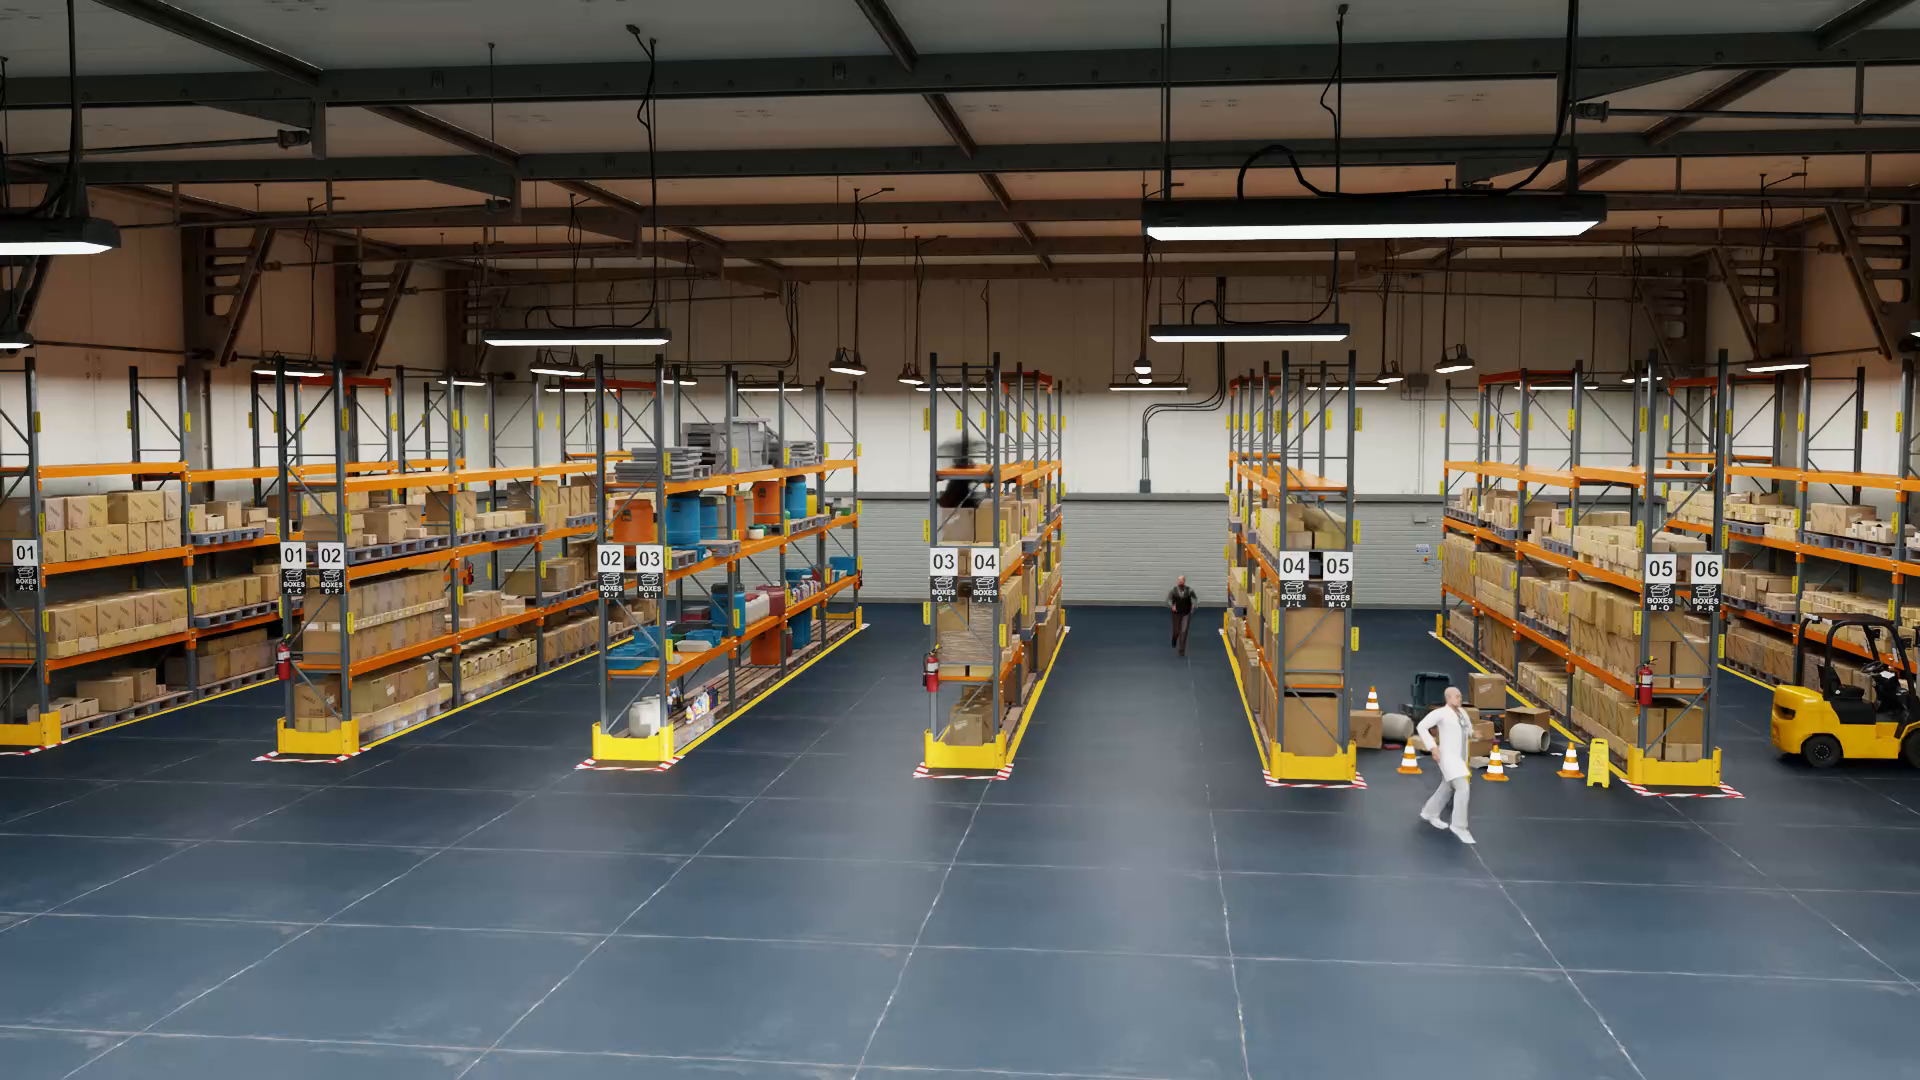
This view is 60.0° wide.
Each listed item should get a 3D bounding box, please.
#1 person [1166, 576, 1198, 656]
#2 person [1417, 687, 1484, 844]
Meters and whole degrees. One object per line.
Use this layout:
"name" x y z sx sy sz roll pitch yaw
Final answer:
"person" 4.799 1.625 35.957 0.669 1.715 0.765 0 4 7
"person" 5.920 2.692 20.085 0.667 1.847 0.862 -4 6 -43
